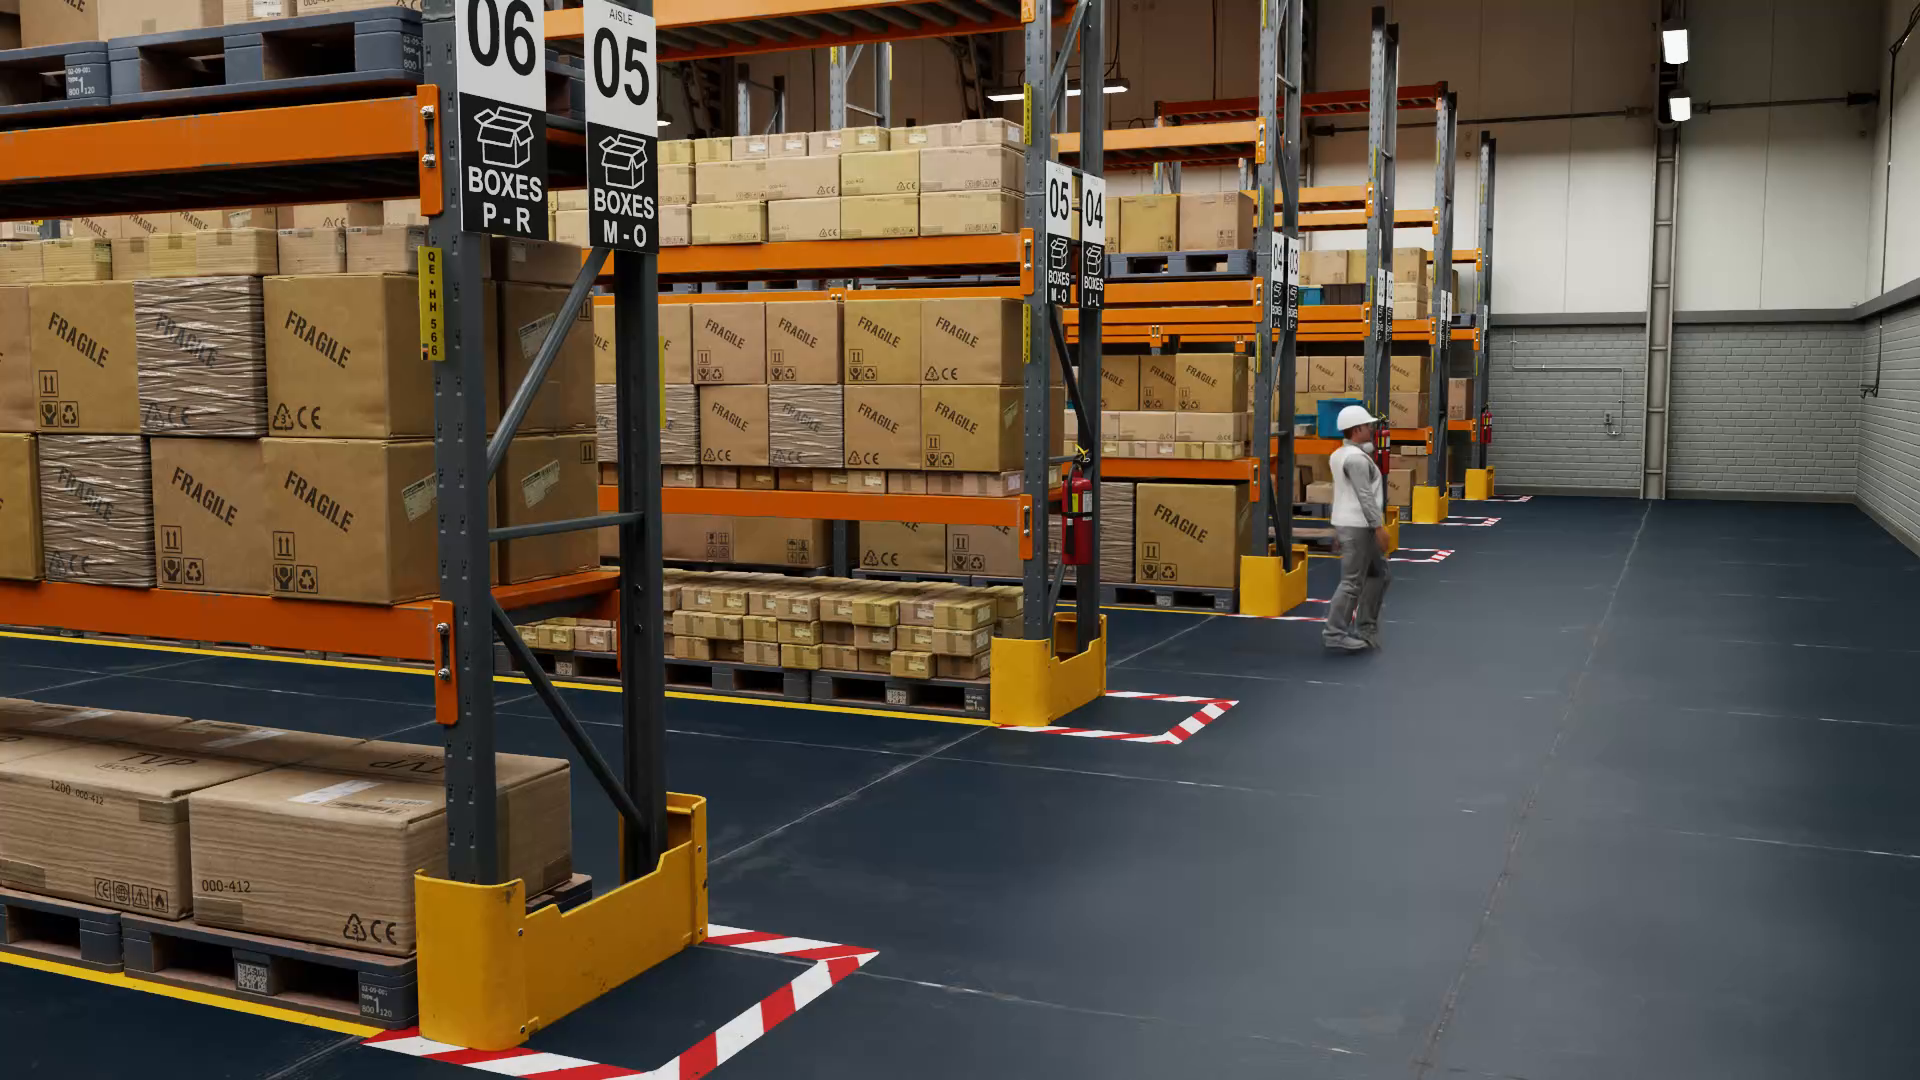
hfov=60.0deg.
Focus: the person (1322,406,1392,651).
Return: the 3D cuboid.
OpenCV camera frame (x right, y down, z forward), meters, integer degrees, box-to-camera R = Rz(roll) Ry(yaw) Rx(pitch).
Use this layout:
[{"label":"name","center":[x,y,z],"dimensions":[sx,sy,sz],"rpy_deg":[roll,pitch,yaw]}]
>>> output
[{"label":"person","center":[2.897,-0.051,12.029],"dimensions":[0.533,1.837,0.570],"rpy_deg":[0,6,2]}]
